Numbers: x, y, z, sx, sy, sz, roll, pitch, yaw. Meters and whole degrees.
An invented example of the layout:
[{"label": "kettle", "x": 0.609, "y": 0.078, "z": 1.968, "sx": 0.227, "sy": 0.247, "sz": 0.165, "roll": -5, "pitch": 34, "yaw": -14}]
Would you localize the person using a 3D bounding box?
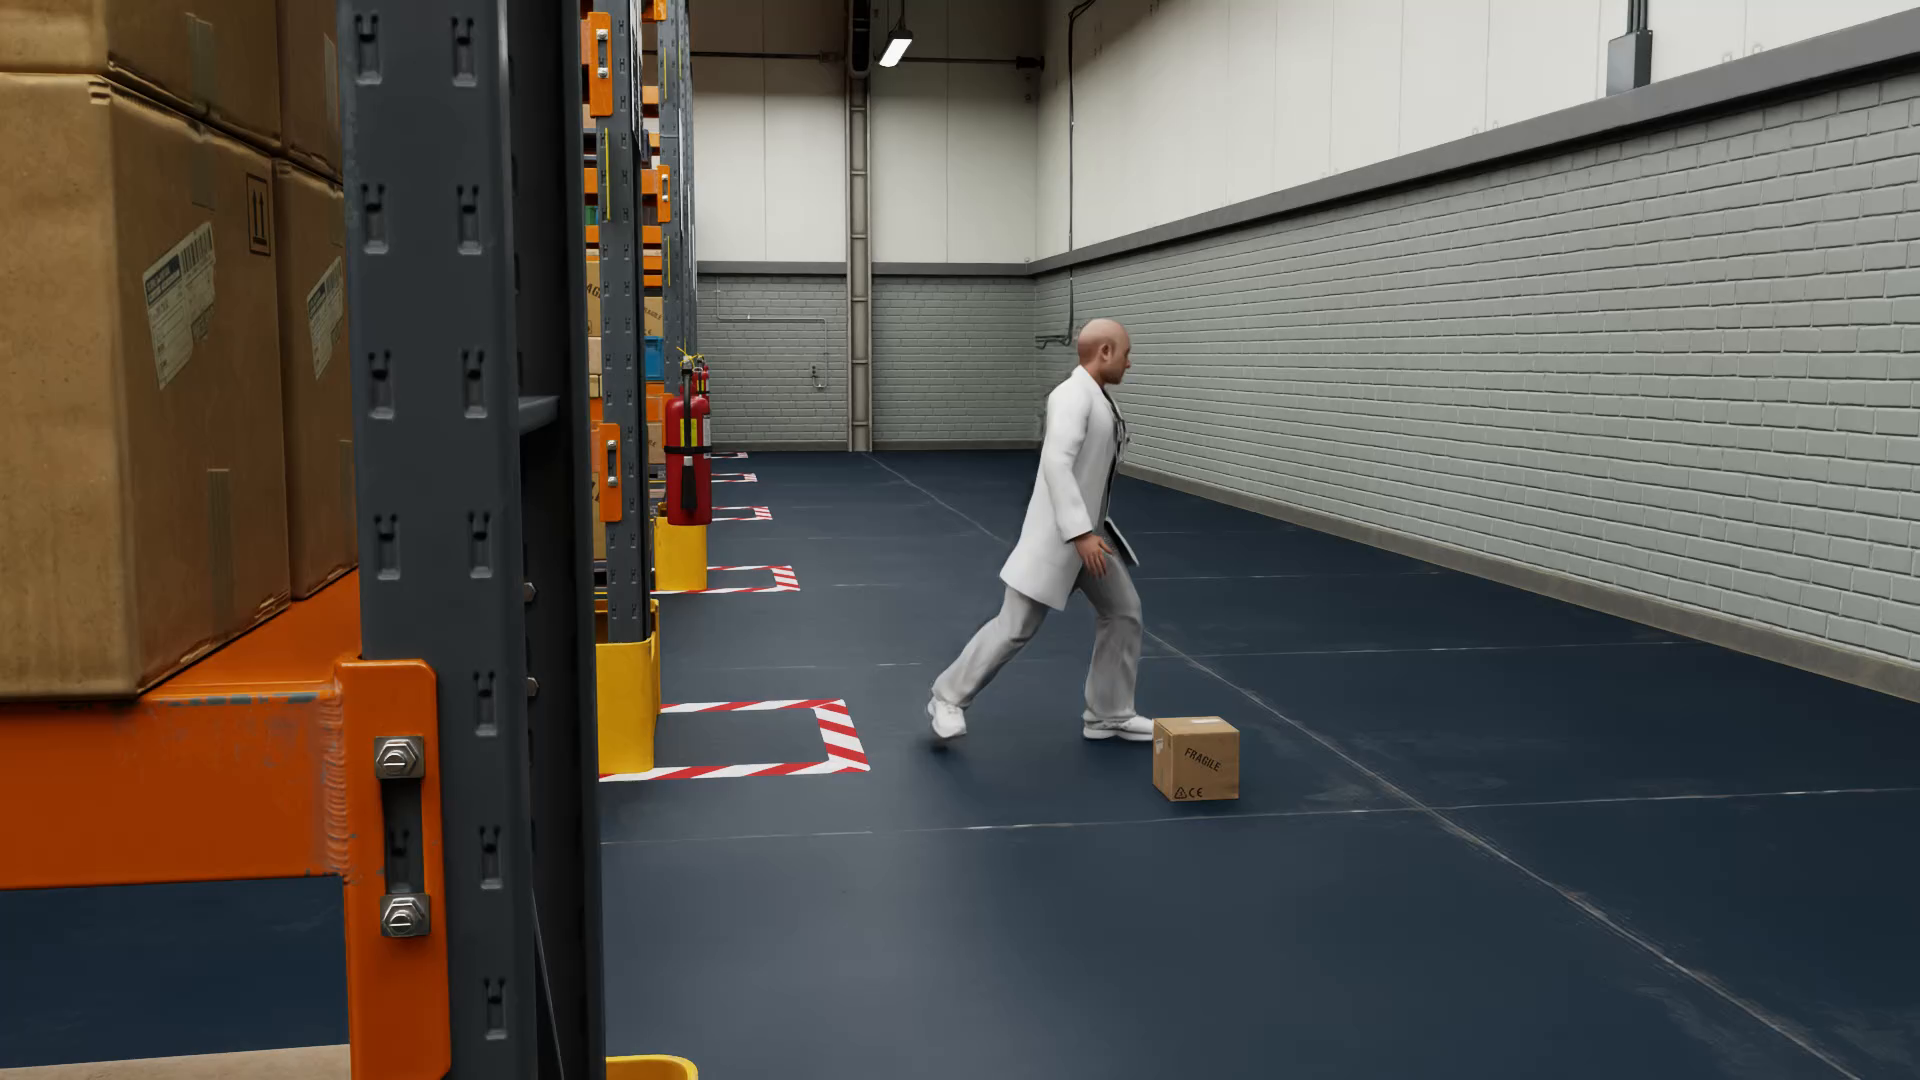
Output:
[{"label": "person", "x": 0.338, "y": -0.026, "z": 6.688, "sx": 0.968, "sy": 1.715, "sz": 0.666, "roll": 3, "pitch": 7, "yaw": 23}]
